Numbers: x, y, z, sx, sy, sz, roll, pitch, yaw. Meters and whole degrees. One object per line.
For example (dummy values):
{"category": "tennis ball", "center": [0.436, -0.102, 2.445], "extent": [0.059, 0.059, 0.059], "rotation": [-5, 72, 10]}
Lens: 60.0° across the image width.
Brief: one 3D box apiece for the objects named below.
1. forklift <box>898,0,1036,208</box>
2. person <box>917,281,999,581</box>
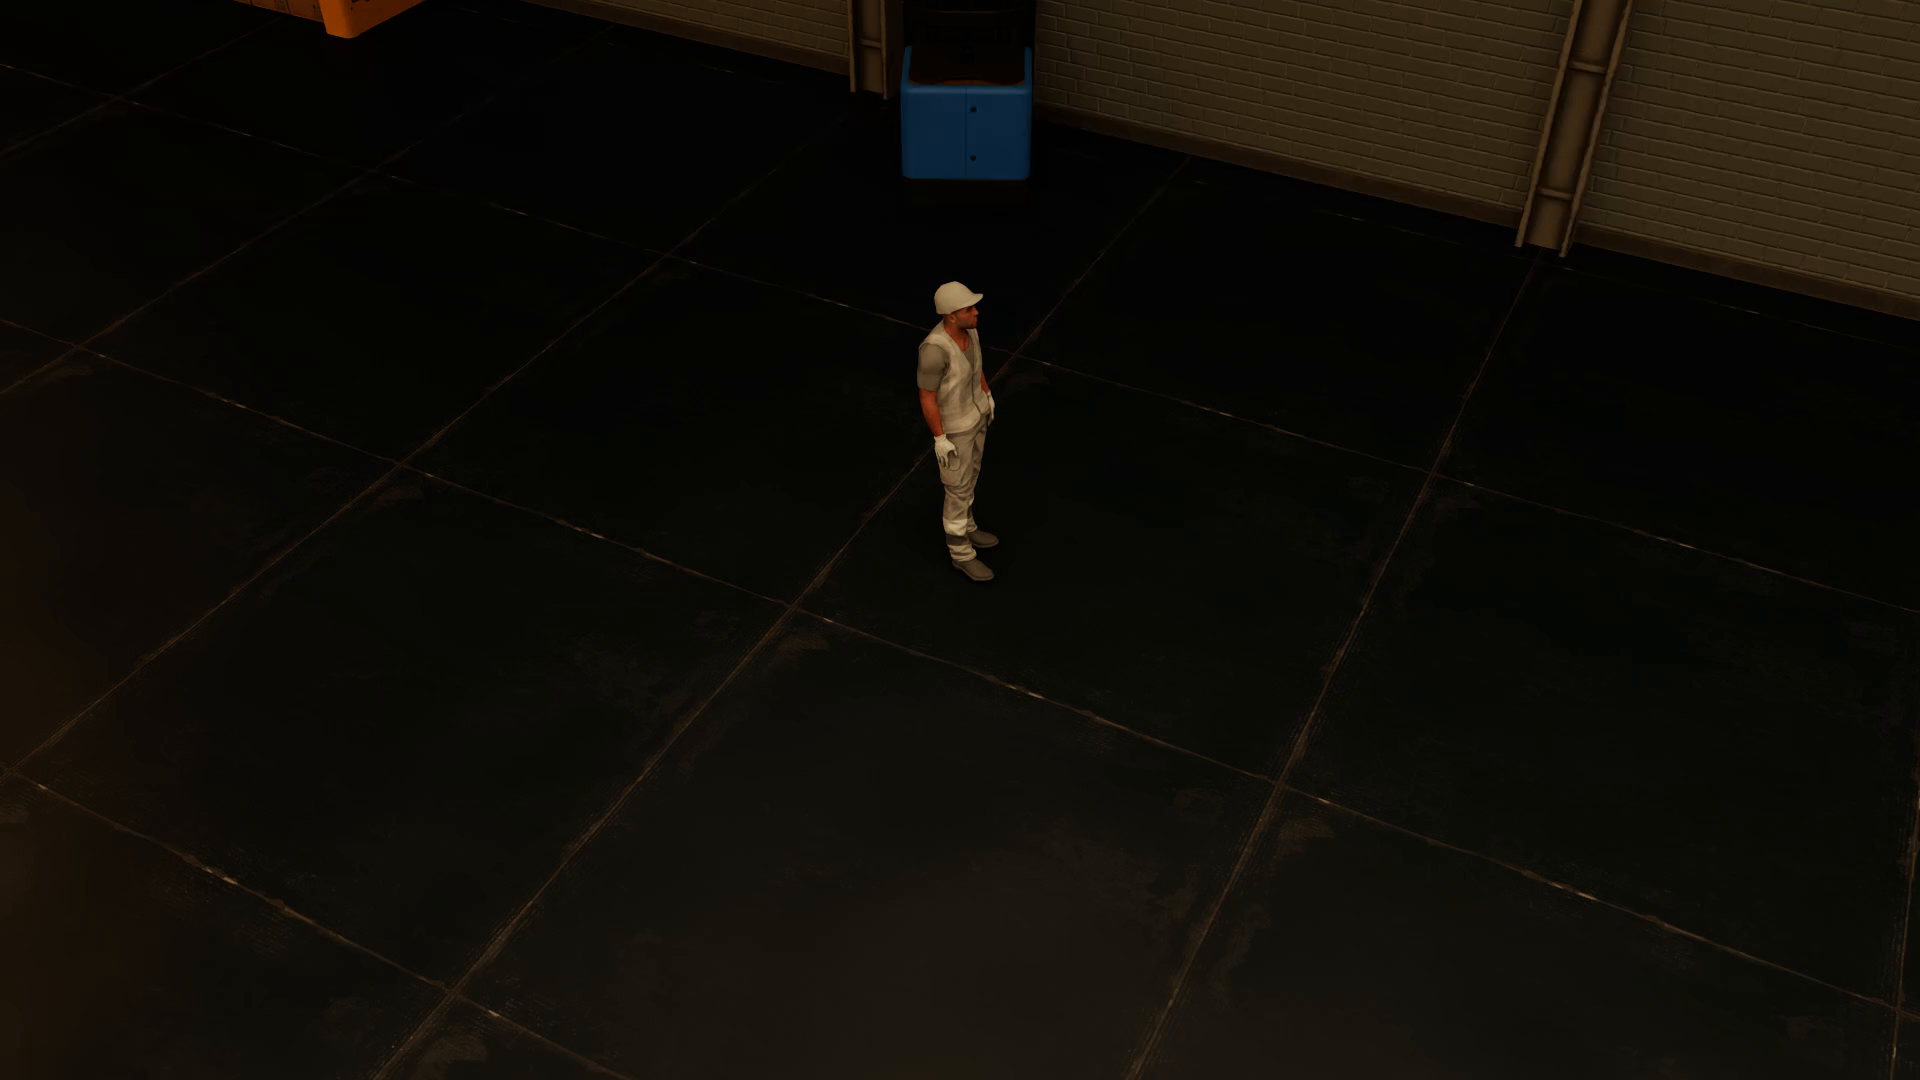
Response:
{"category": "forklift", "center": [0.082, -4.708, 13.576], "extent": [1.130, 2.935, 3.031], "rotation": [1, 40, 1]}
{"category": "person", "center": [0.066, -0.659, 9.644], "extent": [0.562, 1.790, 0.637], "rotation": [18, 43, 21]}
